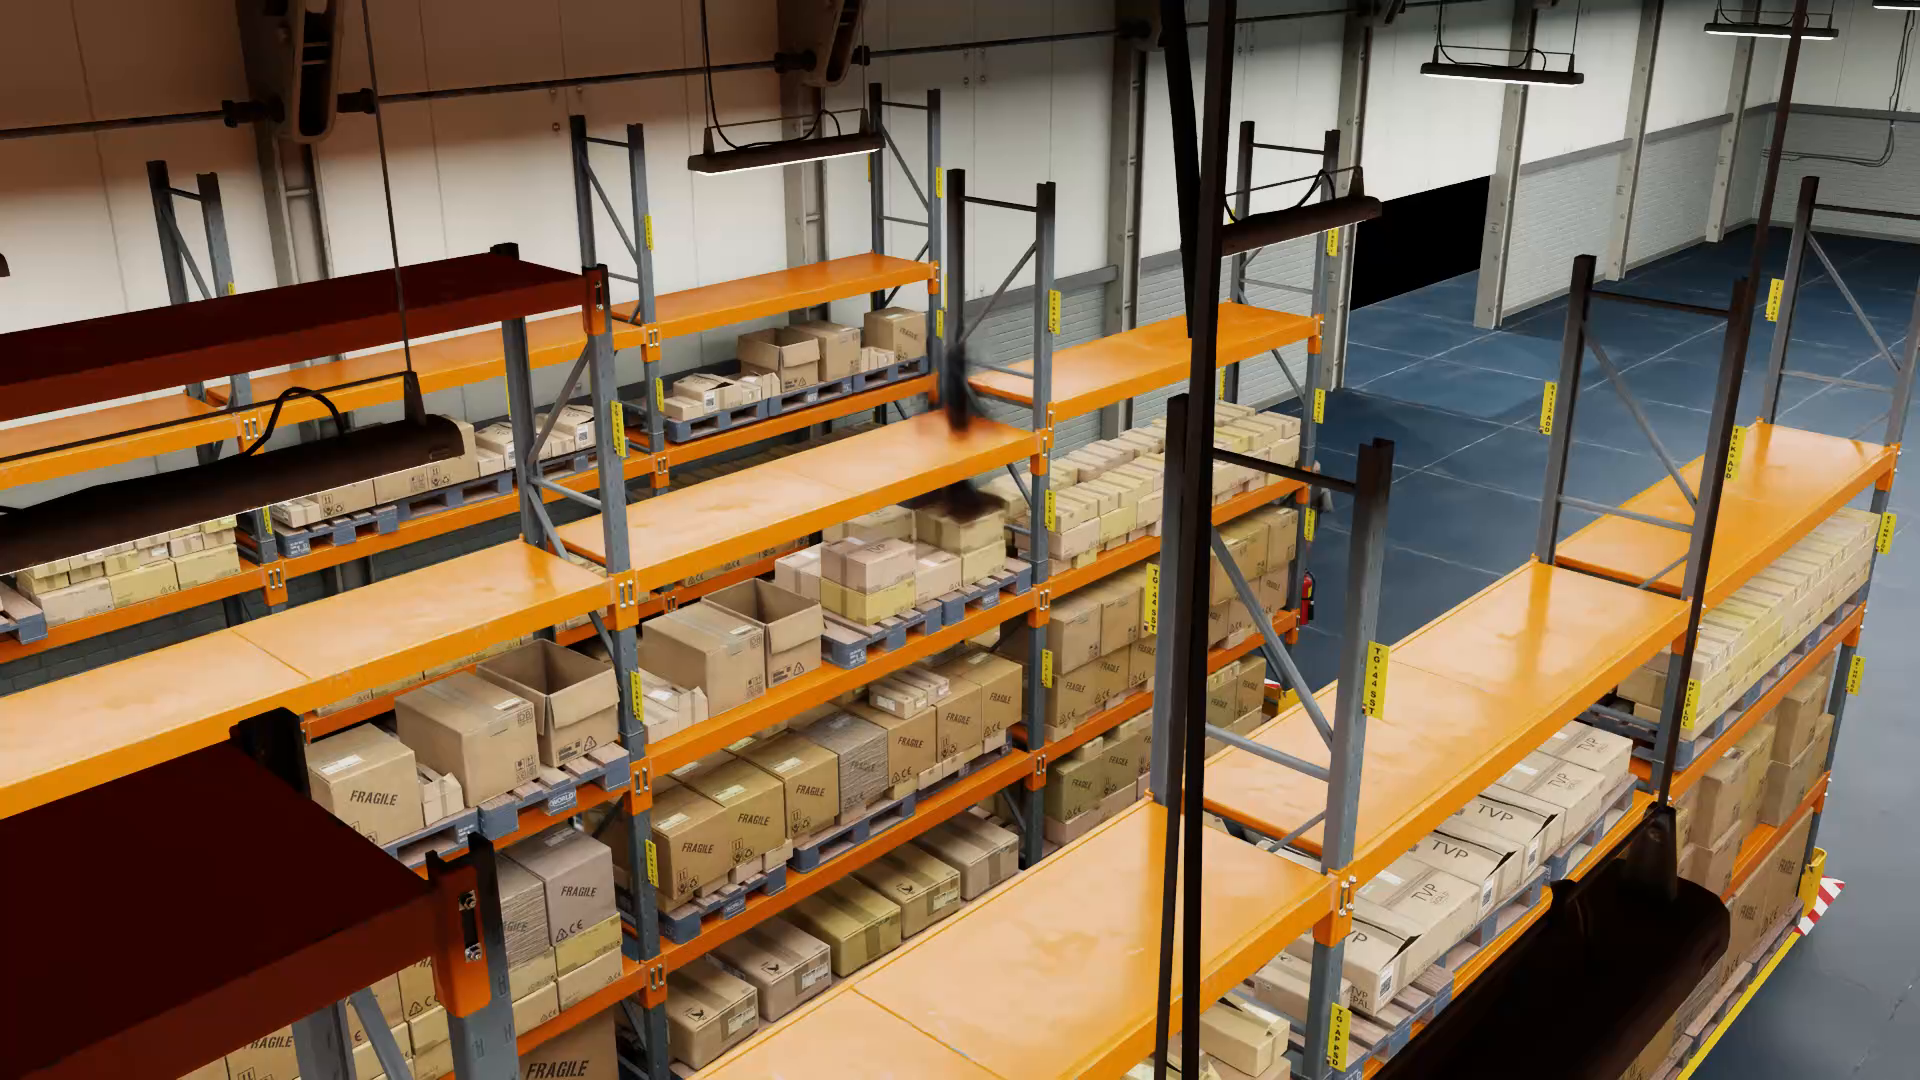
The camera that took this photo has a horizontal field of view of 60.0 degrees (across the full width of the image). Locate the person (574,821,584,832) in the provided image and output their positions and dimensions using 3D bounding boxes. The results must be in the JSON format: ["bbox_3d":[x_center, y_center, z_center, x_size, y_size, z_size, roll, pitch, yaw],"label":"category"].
[{"bbox_3d":[-3.185,2.629,13.037,0.774,1.631,0.479,-19,28,-40],"label":"person"}]

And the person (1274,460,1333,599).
[{"bbox_3d":[4.065,-0.055,19.983,0.700,1.682,0.988,10,24,25],"label":"person"}]
